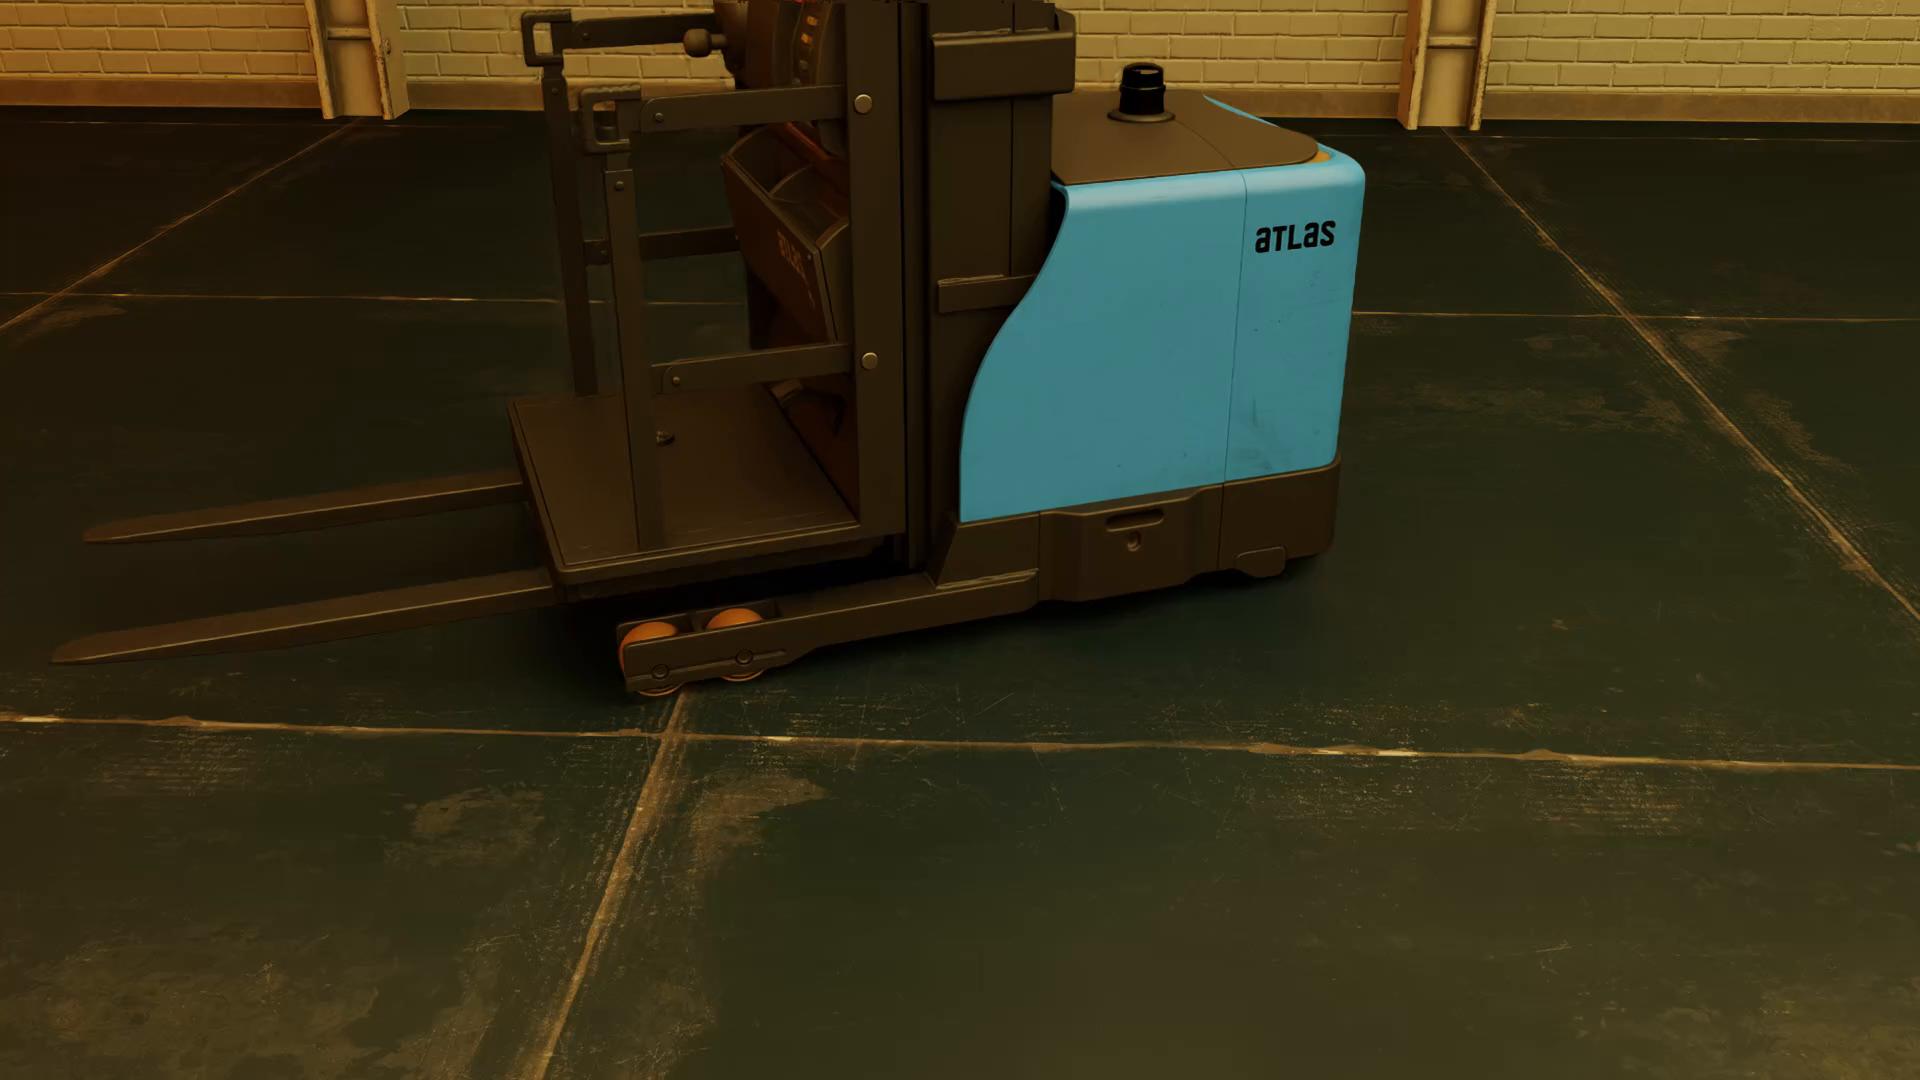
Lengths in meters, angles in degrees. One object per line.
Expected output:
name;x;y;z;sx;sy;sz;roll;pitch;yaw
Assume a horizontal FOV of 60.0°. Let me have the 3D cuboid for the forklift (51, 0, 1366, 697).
forklift;-0.597;-1.221;3.683;3.031;2.935;1.130;-9;28;-17
